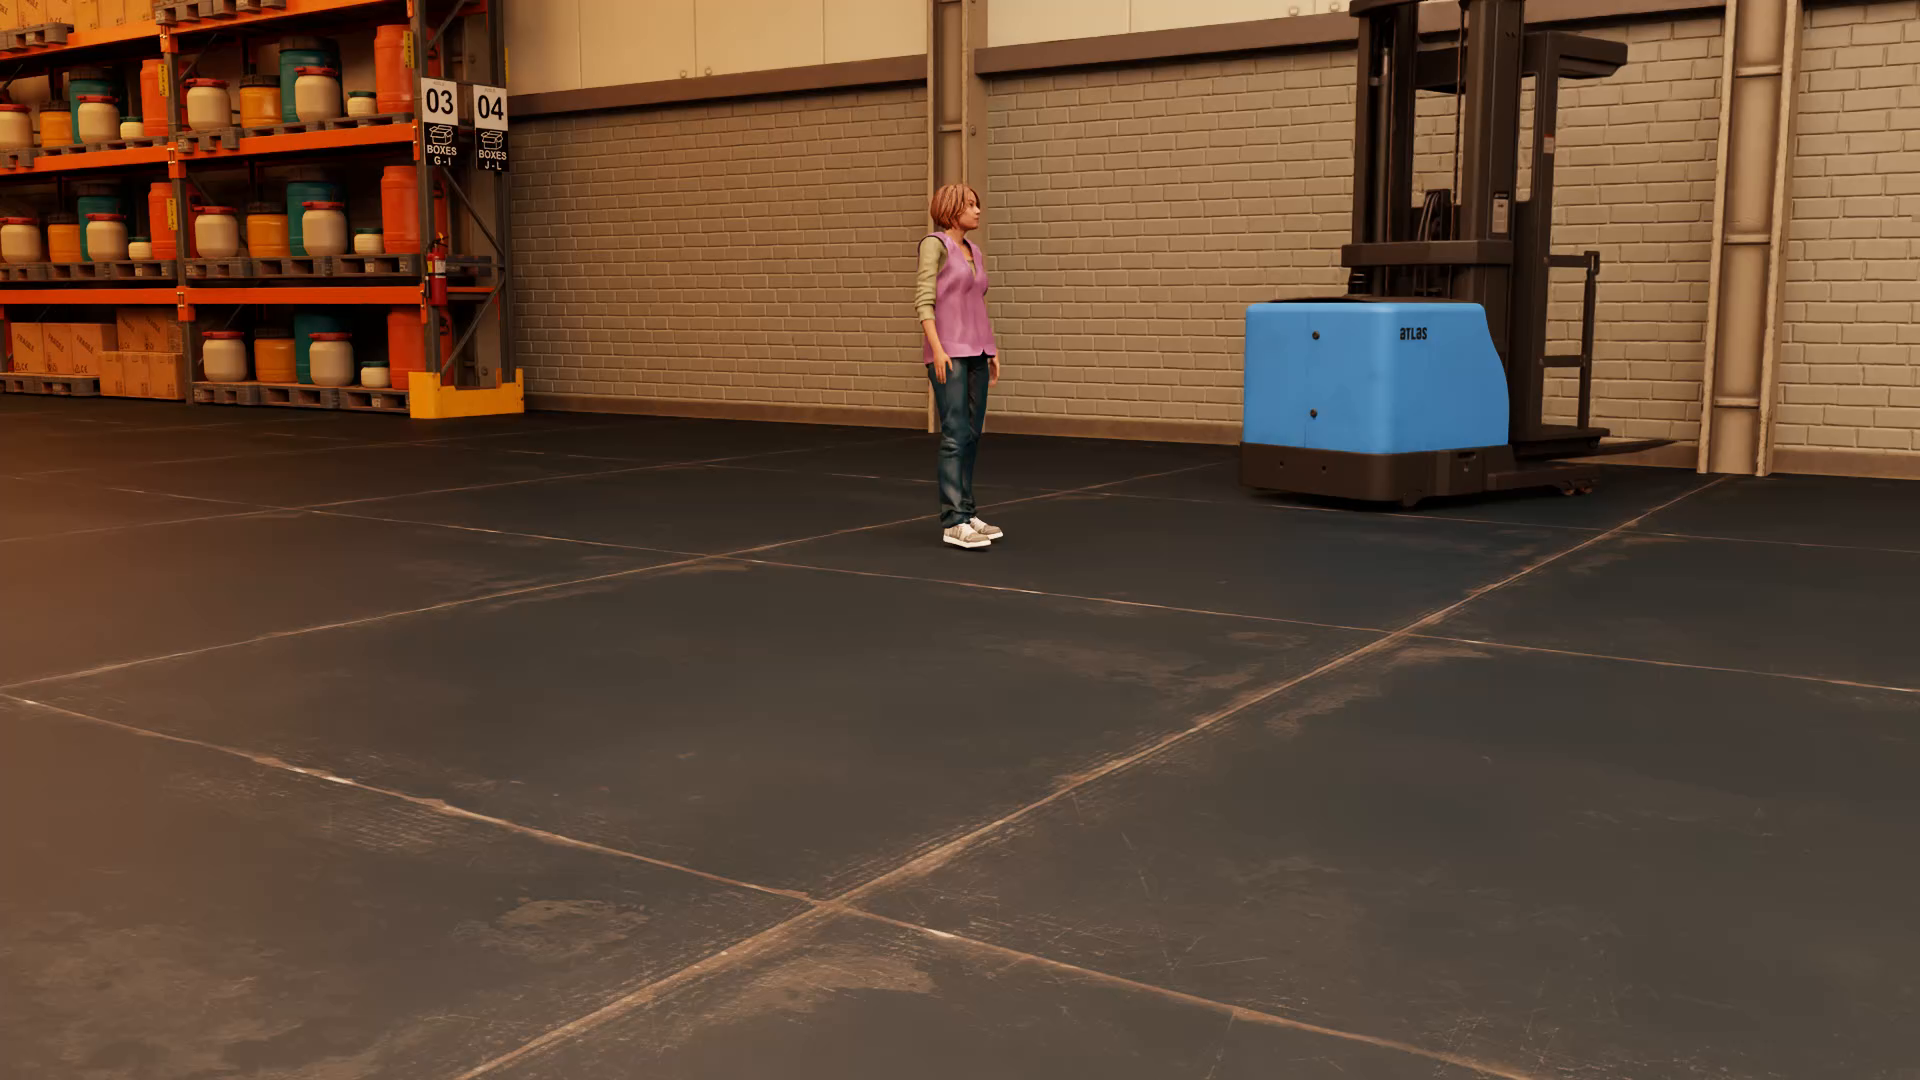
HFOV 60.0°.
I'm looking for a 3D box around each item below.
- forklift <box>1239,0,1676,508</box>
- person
[{"bbox_3d":[3.038,-1.756,9.543,3.031,2.935,1.130,-6,10,-36],"label":"forklift"},{"bbox_3d":[0.054,-0.791,7.437,0.473,1.599,0.520,5,10,34],"label":"person"}]
